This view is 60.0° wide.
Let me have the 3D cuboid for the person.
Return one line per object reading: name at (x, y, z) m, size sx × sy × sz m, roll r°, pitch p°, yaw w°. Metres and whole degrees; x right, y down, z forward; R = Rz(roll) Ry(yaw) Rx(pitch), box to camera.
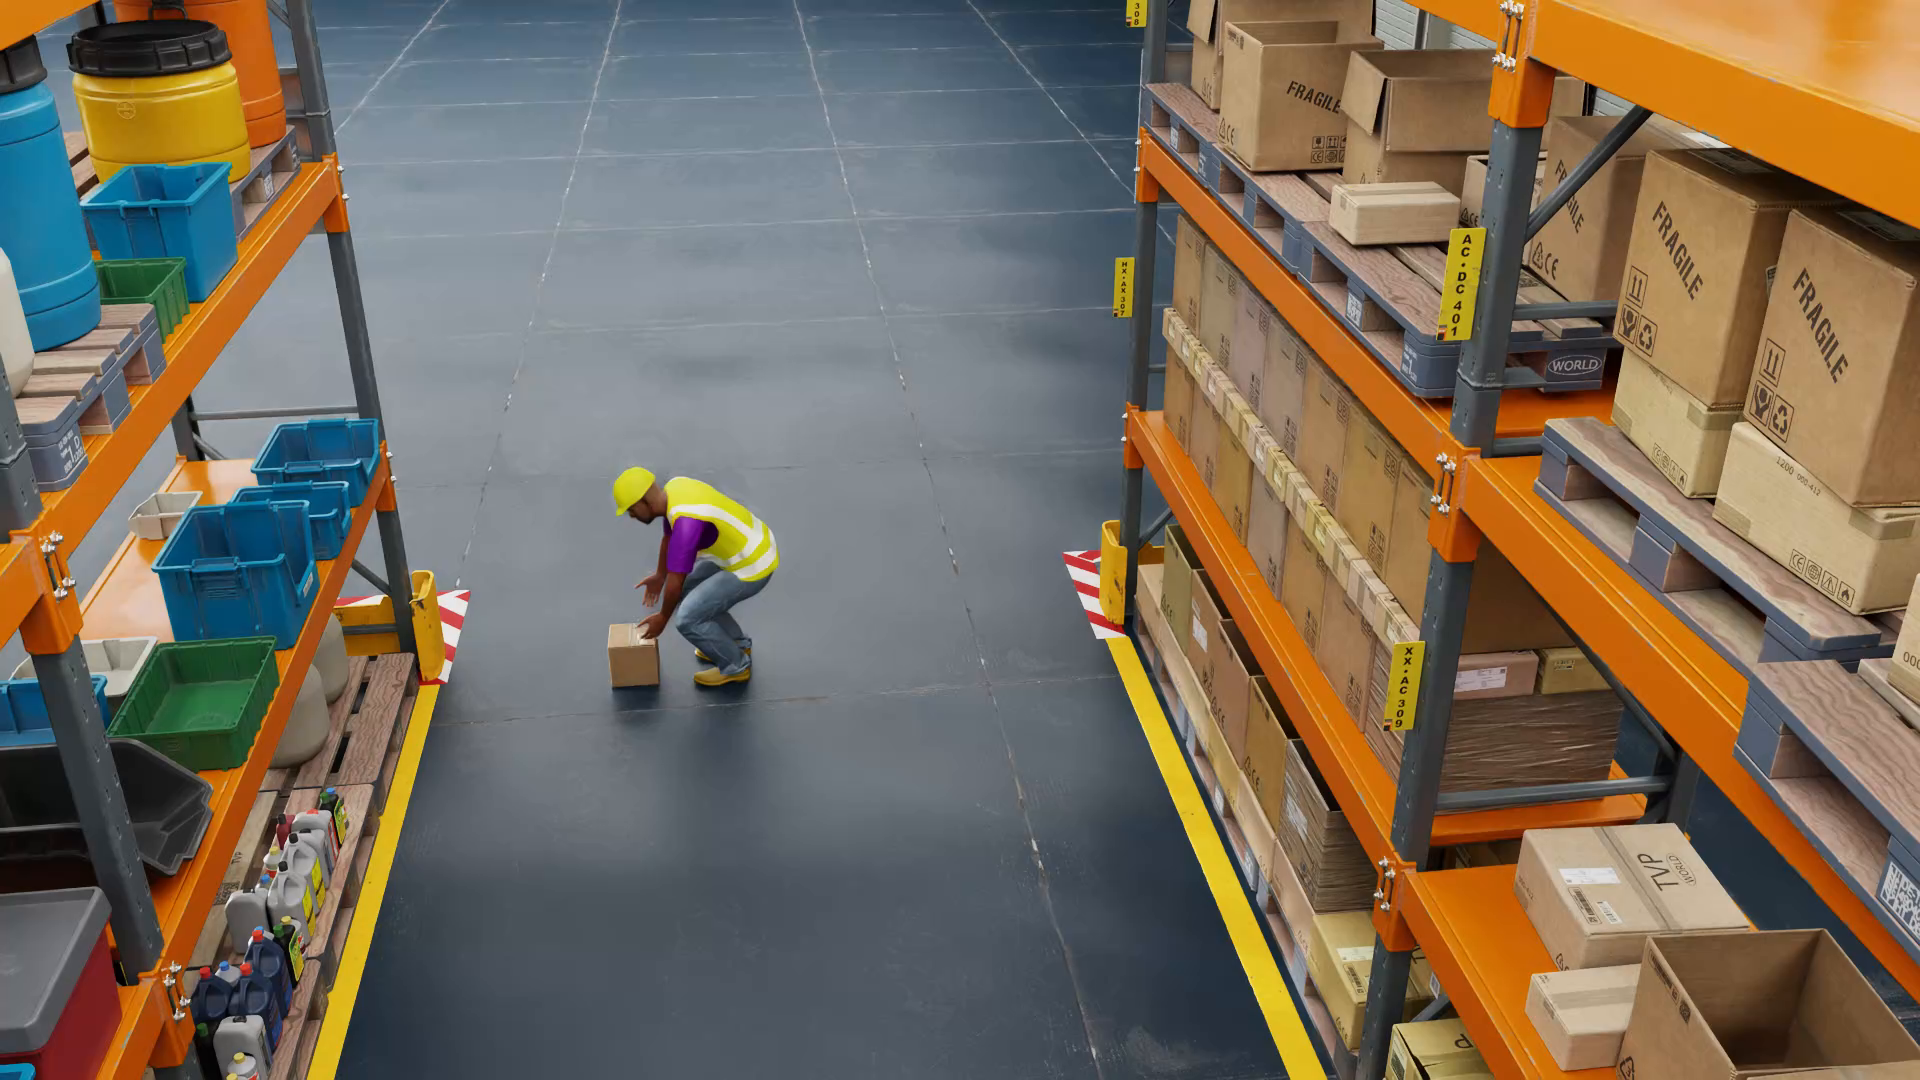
person at (-1.372, 0.171, 8.823) m, size 0.828 × 1.253 × 0.625 m, roll -4°, pitch 27°, yaw -7°
